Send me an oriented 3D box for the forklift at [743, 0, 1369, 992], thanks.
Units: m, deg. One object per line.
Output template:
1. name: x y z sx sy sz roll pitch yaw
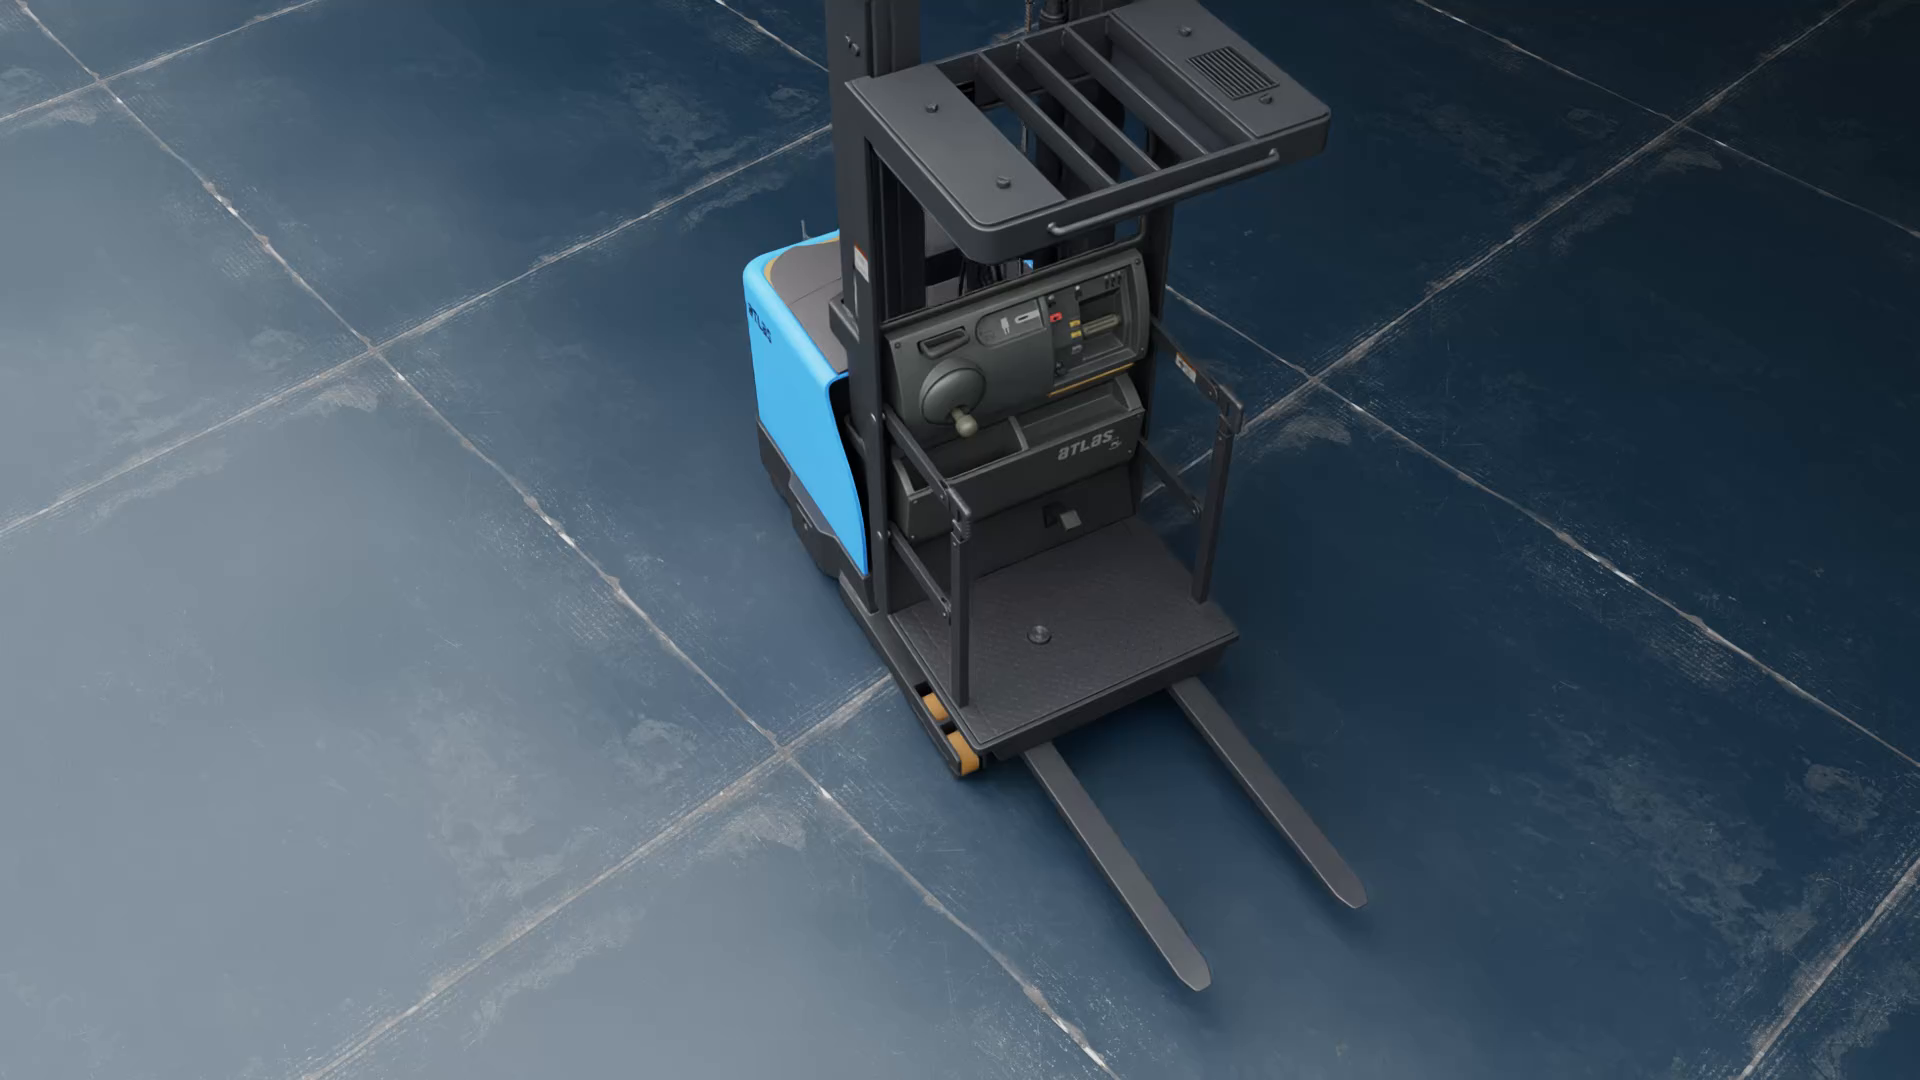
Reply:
1. forklift: 0.308 -0.536 5.250 1.130 2.935 3.031 -22 51 -19

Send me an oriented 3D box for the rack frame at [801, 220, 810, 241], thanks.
1. rack frame: -0.566 -0.904 6.963 0.006 0.900 0.240 -24 49 -21

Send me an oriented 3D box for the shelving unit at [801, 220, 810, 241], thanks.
1. shelving unit: -0.479 -0.942 6.999 0.210 0.900 0.258 -24 49 -21
